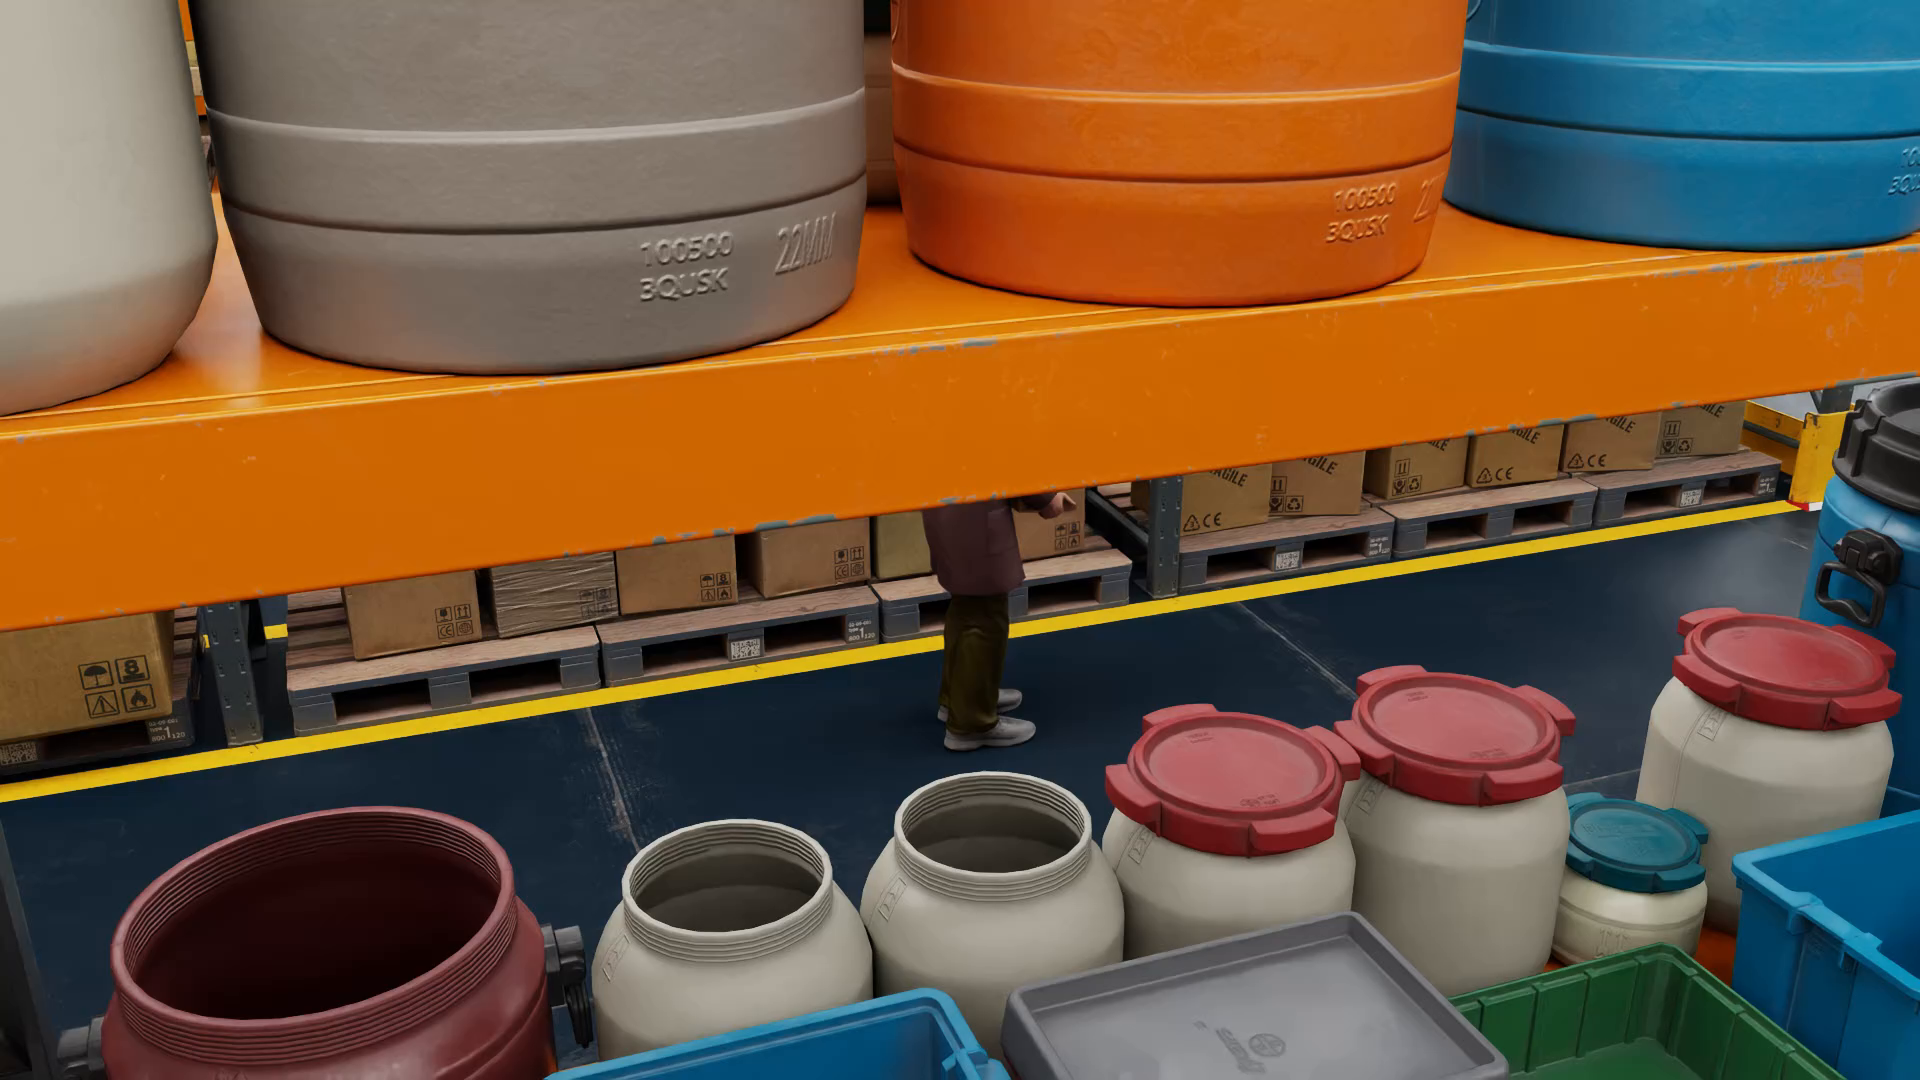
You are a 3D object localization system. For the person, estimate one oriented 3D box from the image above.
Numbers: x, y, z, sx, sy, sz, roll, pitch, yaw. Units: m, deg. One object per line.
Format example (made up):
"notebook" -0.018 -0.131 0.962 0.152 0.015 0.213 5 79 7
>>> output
"person" 0.132 -0.086 6.327 0.543 1.778 0.526 -8 24 -19
